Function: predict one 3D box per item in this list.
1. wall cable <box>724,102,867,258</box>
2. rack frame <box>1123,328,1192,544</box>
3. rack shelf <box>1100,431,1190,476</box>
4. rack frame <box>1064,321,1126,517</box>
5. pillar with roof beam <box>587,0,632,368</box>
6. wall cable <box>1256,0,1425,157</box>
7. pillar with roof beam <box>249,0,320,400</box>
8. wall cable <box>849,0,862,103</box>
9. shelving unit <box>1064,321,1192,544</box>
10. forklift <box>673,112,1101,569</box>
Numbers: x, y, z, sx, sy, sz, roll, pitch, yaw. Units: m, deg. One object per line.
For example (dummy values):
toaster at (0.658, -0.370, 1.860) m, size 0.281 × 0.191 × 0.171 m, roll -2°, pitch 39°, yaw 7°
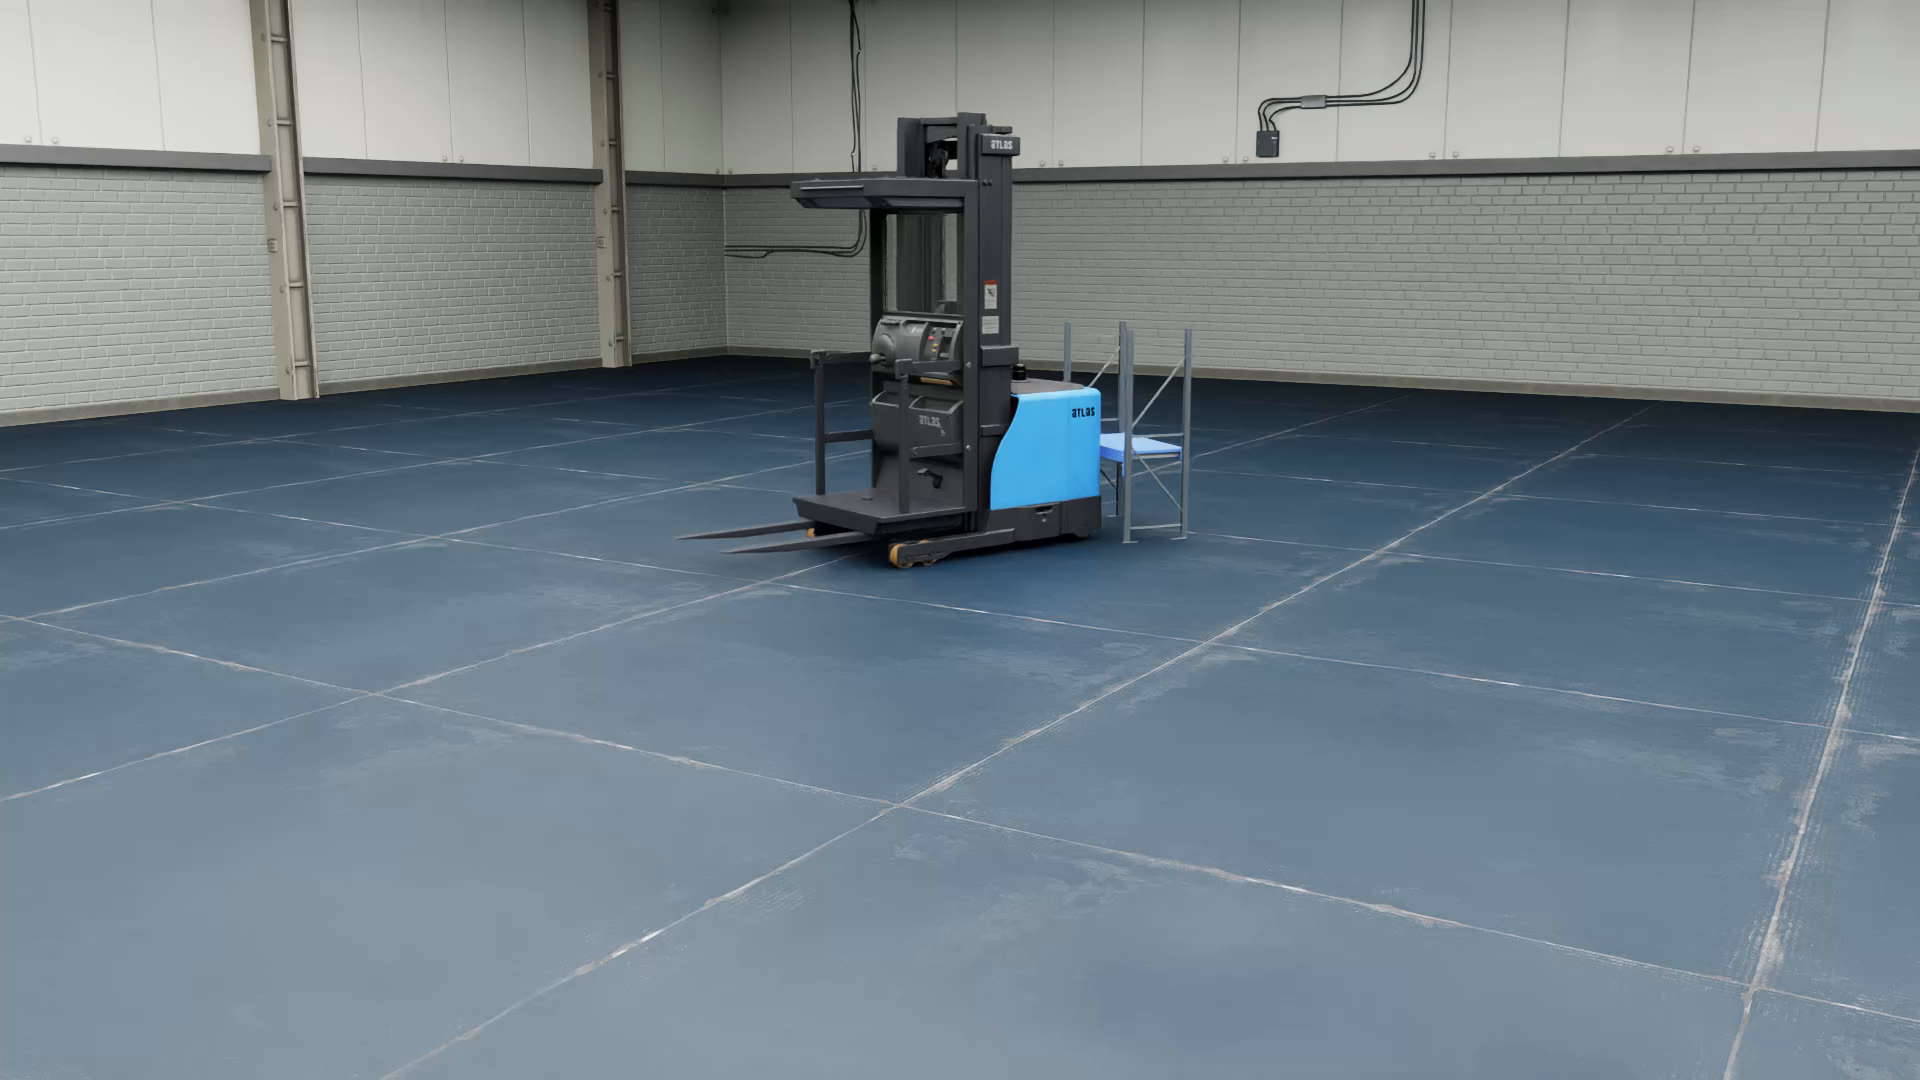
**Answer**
wall cable at (-2.879, -6.034, 28.082) m, size 3.097 × 2.526 × 0.112 m, roll 6°, pitch 12°, yaw 31°
rack frame at (1.388, -0.730, 11.693) m, size 0.500 × 1.500 × 0.032 m, roll -4°, pitch 11°, yaw -21°
rack shelf at (1.202, -0.640, 12.191) m, size 0.538 × 0.185 × 1.000 m, roll -4°, pitch 11°, yaw -21°
rack frame at (1.017, -0.904, 12.623) m, size 0.500 × 1.500 × 0.032 m, roll -4°, pitch 11°, yaw -21°
pillar with roof beam at (-1.859, -6.812, 23.799) m, size 9.100 × 9.000 × 0.400 m, roll 6°, pitch 12°, yaw 31°
wall cable at (5.226, -8.322, 22.625) m, size 2.305 × 6.003 × 0.169 m, roll 6°, pitch 12°, yaw 31°
pillar with roof beam at (-4.974, -5.868, 18.758) m, size 9.100 × 9.000 × 0.400 m, roll 6°, pitch 12°, yaw 31°
wall cable at (-0.567, -8.258, 26.236) m, size 3.097 × 2.526 × 0.112 m, roll 6°, pitch 12°, yaw 31°
shelving unit at (1.202, -0.817, 12.158) m, size 0.538 × 1.500 × 1.048 m, roll -4°, pitch 11°, yaw -21°
forklift at (-0.460, -1.362, 11.179) m, size 3.031 × 2.935 × 1.130 m, roll -8°, pitch 13°, yaw -37°
